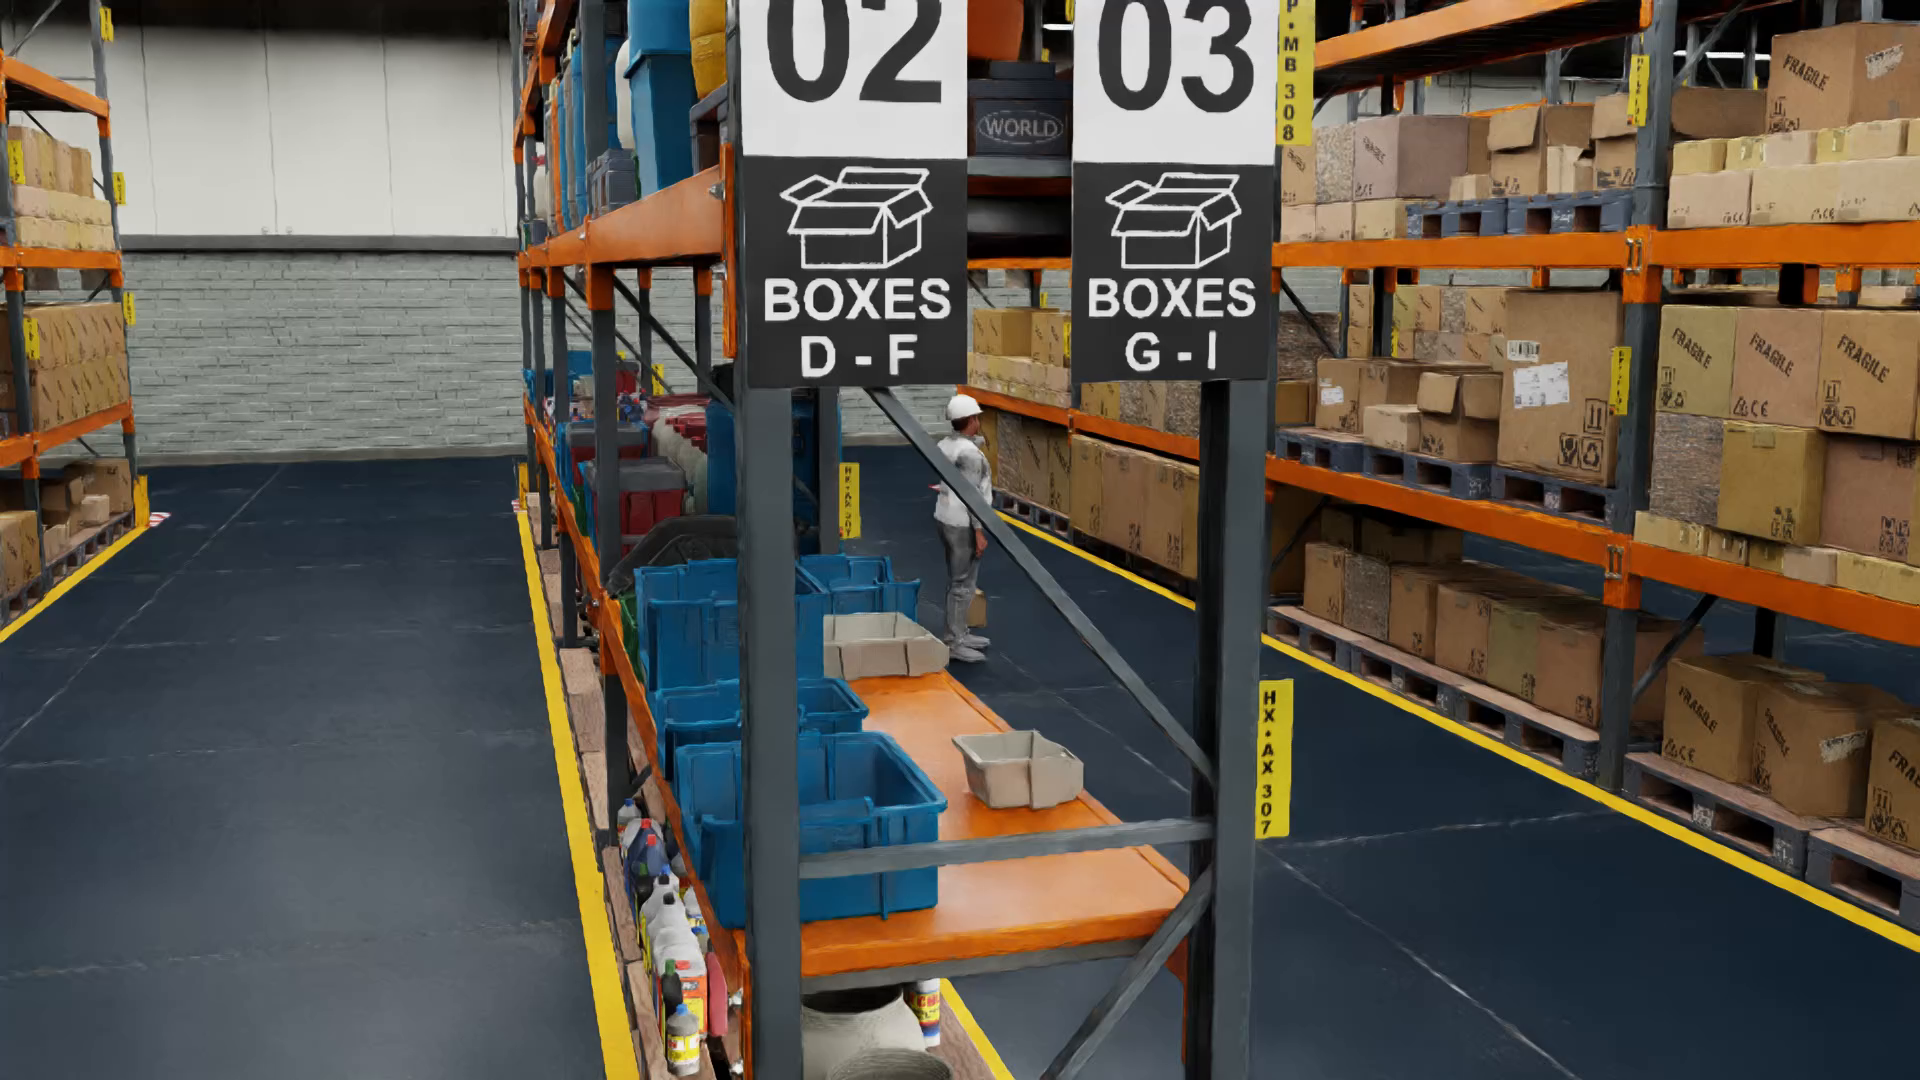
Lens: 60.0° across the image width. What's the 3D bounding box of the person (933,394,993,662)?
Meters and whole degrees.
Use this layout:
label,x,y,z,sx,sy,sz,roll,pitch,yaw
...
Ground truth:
label,x,y,z,sx,sy,sz,roll,pitch,yaw
person,0.040,-0.103,11.327,0.441,1.772,0.647,-4,10,-21
